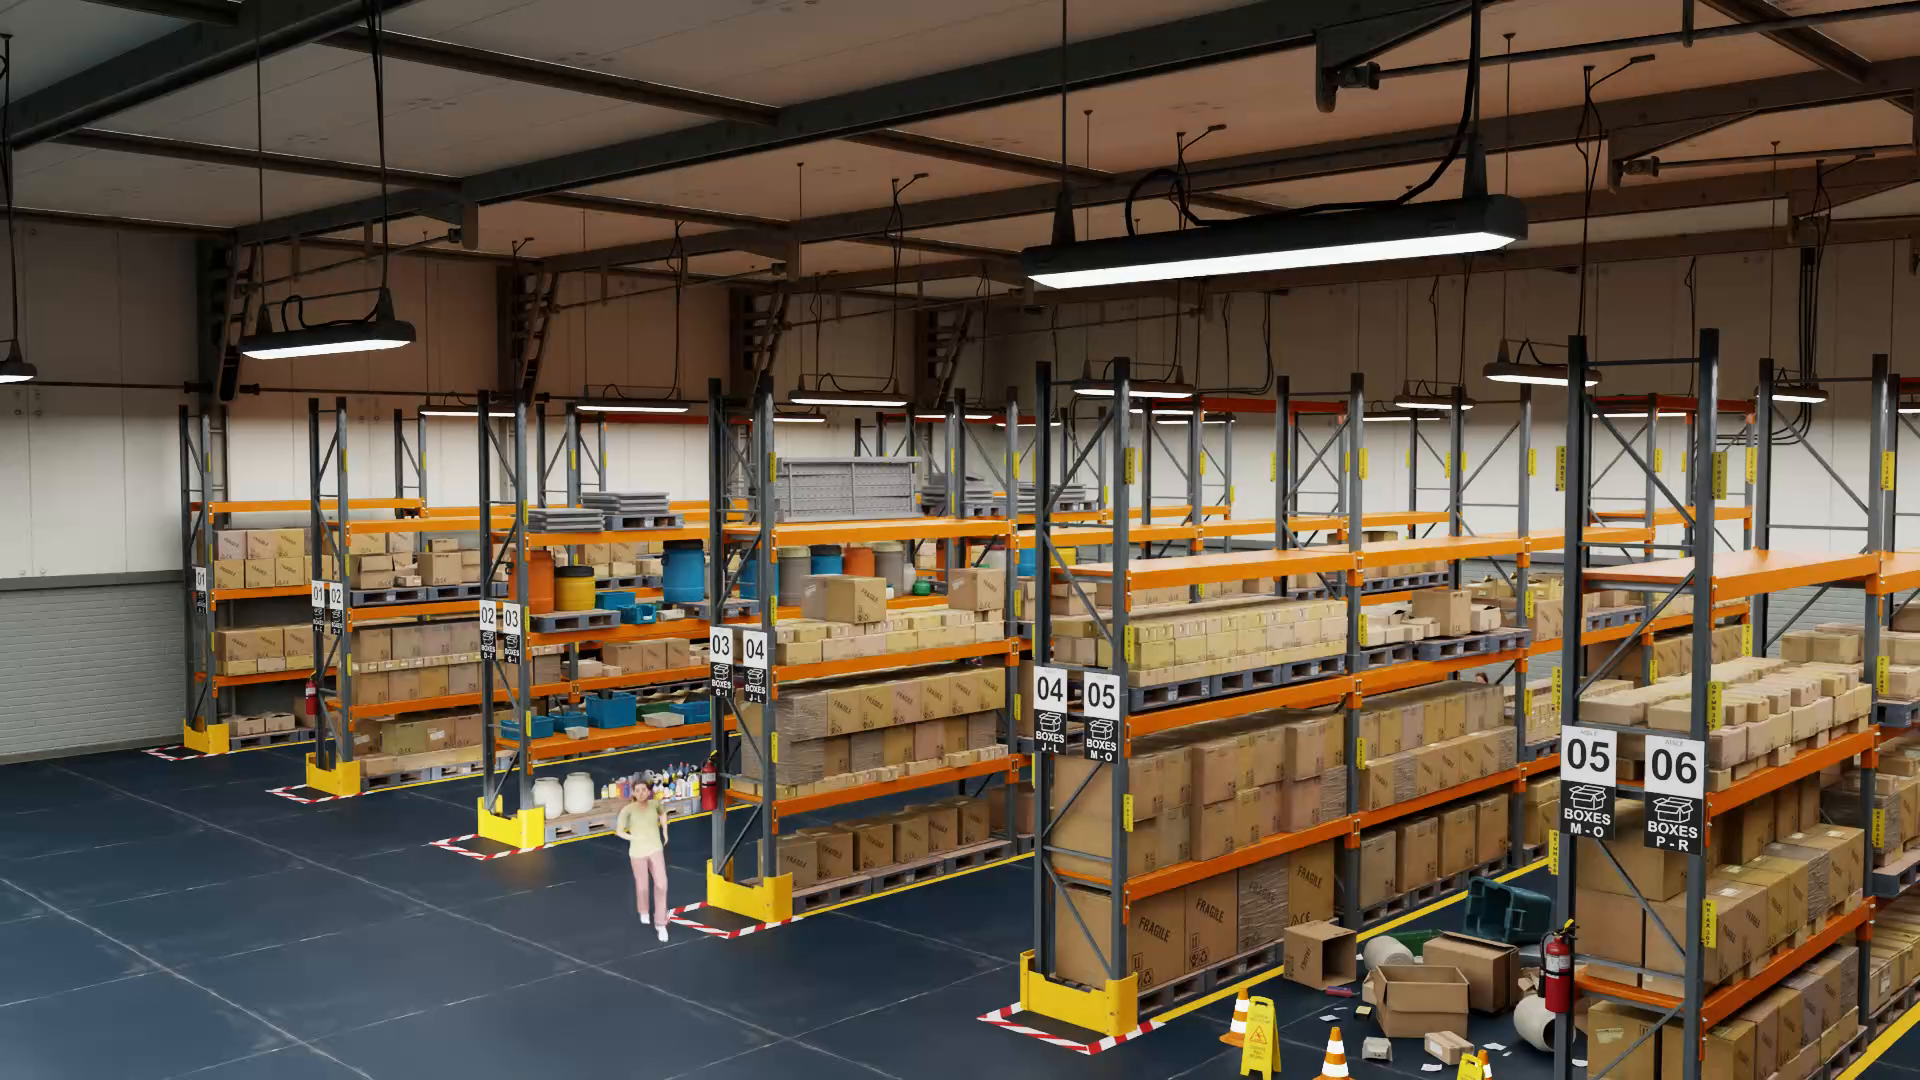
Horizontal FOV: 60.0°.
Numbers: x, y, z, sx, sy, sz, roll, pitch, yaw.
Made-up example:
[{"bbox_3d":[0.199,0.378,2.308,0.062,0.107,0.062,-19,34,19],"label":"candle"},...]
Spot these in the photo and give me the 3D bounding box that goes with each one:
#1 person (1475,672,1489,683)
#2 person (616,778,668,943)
[{"bbox_3d":[8.771,2.948,27.416,0.605,1.627,0.964,3,4,44],"label":"person"},{"bbox_3d":[-3.400,3.395,17.844,0.586,1.690,0.869,-1,3,-22],"label":"person"}]
